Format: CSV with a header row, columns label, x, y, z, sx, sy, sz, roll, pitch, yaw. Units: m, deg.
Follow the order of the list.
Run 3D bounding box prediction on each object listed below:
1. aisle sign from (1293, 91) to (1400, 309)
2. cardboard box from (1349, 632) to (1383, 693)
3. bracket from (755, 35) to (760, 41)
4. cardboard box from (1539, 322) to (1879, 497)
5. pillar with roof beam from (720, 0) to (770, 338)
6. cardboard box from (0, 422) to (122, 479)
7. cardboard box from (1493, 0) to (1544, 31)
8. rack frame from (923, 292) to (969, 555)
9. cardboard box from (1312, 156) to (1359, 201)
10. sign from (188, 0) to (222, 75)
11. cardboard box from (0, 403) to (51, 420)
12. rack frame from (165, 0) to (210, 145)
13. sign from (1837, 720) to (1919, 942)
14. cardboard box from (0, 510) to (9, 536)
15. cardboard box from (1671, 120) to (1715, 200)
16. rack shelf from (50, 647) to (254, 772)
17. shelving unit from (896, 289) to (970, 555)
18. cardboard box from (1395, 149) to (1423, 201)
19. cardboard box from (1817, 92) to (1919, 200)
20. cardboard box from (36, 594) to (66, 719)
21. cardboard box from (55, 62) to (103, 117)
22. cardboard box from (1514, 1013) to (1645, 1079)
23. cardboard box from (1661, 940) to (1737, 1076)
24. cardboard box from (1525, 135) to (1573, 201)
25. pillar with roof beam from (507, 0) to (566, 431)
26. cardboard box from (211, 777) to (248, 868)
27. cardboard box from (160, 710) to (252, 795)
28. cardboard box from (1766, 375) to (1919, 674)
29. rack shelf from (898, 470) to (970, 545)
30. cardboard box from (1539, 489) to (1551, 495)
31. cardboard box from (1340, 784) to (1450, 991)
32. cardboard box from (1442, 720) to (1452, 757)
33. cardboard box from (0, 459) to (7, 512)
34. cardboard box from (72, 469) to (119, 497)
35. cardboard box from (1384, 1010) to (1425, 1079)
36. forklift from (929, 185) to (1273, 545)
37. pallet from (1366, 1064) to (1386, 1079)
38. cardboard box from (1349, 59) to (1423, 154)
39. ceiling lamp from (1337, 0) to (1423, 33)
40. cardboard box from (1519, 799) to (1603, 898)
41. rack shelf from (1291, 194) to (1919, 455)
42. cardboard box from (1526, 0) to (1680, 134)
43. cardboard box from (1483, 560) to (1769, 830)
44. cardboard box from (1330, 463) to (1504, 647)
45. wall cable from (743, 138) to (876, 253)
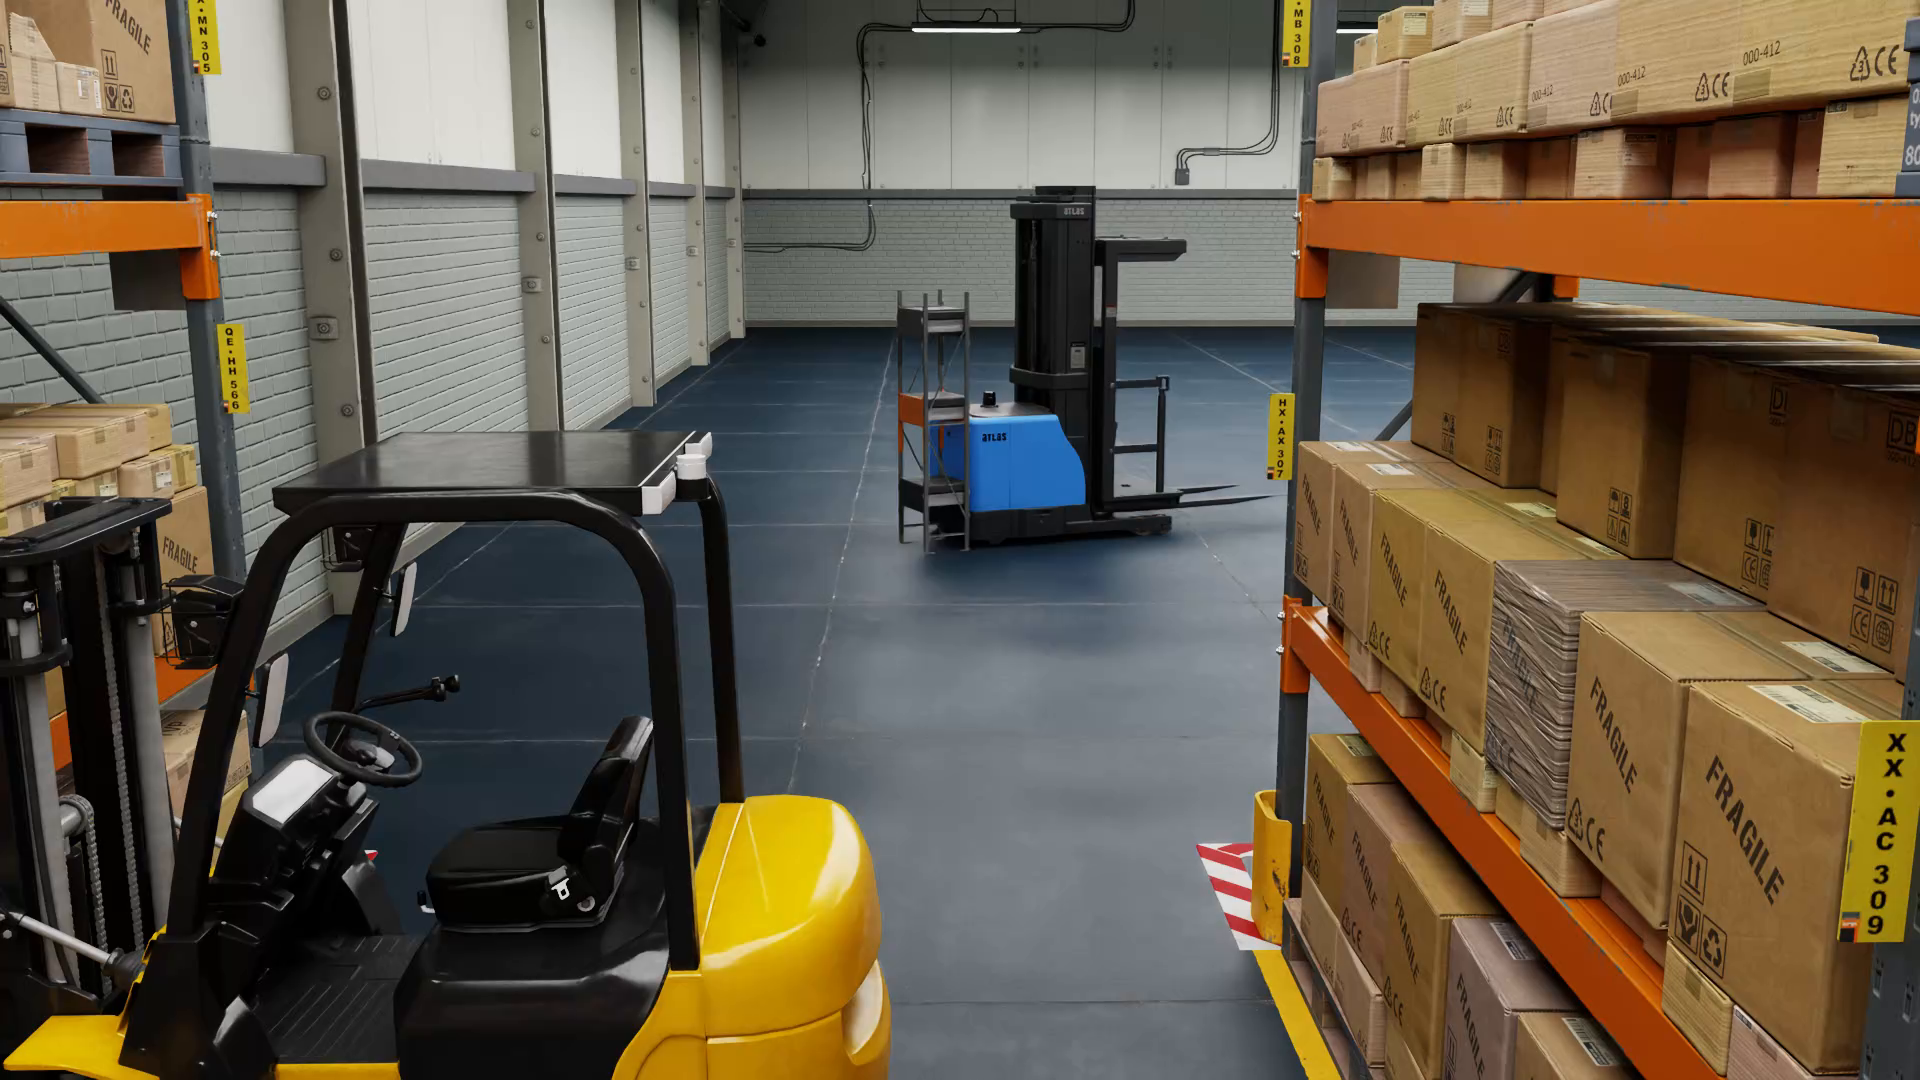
label,x,y,z,sx,sy,sz,roll,pitch,yaw
aisle sign,1.441,-1.251,6.142,0.394,0.787,0.004,0,11,-1
cardboard box,1.455,0.380,5.275,0.380,0.149,0.250,0,11,0
bracket,-4.408,-10.908,36.139,0.076,0.066,3.189,0,11,-1
cardboard box,2.097,-0.348,4.717,0.700,0.500,0.500,0,11,-2
pillar with roof beam,-0.413,-8.724,34.427,9.100,9.000,0.548,0,11,-1
cardboard box,-2.924,-0.286,5.294,0.380,0.149,0.250,0,11,0
cardboard box,1.482,-1.278,3.897,0.380,0.149,0.250,0,11,0
rack frame,-0.108,-0.928,13.349,0.400,2.100,0.015,-6,13,-26
cardboard box,1.434,-1.245,5.741,0.380,0.149,0.250,0,11,-1
sign,-2.668,-1.809,5.861,0.100,0.325,0.005,0,11,-1
cardboard box,-3.417,-0.390,5.804,0.380,0.149,0.250,0,11,-2
rack frame,-3.211,-2.885,5.645,1.000,3.000,0.127,0,11,-1
sign,1.292,0.409,2.322,0.100,0.325,0.005,0,11,-1
cardboard box,-2.873,0.011,4.577,0.380,0.149,0.250,0,11,-1
cardboard box,1.618,-0.731,3.205,0.380,0.149,0.250,-1,11,-3
rack shelf,-3.170,0.806,4.353,1.077,0.370,4.000,0,11,-1
shelving unit,-0.218,-0.971,13.563,0.431,2.100,0.503,-6,13,-26
cardboard box,1.530,-1.092,4.983,0.380,0.149,0.250,0,11,-2
cardboard box,1.522,-0.579,2.457,0.380,0.149,0.250,0,11,-1
cardboard box,-2.926,0.308,4.744,0.500,0.500,0.500,0,11,-2
cardboard box,-2.890,-1.383,5.111,0.380,0.149,0.250,-1,11,-3
cardboard box,1.542,1.386,3.656,0.500,0.500,0.500,0,11,0
cardboard box,1.511,0.840,3.004,0.380,0.149,0.250,0,11,0
cardboard box,1.586,-0.887,3.973,0.380,0.149,0.250,0,11,-2
pillar with roof beam,-0.041,-5.146,16.790,9.100,9.000,0.400,0,11,-1
cardboard box,-2.888,1.048,5.953,0.500,0.250,0.500,0,11,-2
cardboard box,-2.889,0.797,5.929,0.500,0.250,0.500,0,11,1
cardboard box,2.053,-0.045,3.224,0.700,0.500,0.500,0,11,-1
rack shelf,-0.218,-0.272,13.706,0.431,0.518,0.480,-6,13,-26
cardboard box,2.044,0.046,5.289,0.500,0.500,0.500,0,11,-1
cardboard box,1.508,1.079,5.171,0.500,0.500,0.500,-1,11,-3
cardboard box,1.535,0.536,4.506,0.380,0.149,0.250,-1,11,-3
cardboard box,-2.866,-0.134,4.542,0.380,0.149,0.250,0,11,0
cardboard box,-2.944,-0.141,5.328,0.380,0.149,0.250,0,11,0
cardboard box,1.519,1.547,4.747,0.500,0.250,0.500,1,11,3
forklift,1.283,-1.563,14.393,3.031,2.935,1.130,-5,12,-21
pallet,1.757,1.820,4.559,1.003,0.211,1.213,0,11,-1
cardboard box,1.496,-1.307,5.041,0.500,0.250,0.500,0,11,-2
ceiling lamp,7.499,-10.849,30.219,2.000,3.185,0.800,0,11,-1
cardboard box,1.499,0.688,3.756,0.380,0.149,0.250,0,11,-2
rack shelf,1.793,-0.686,4.159,1.077,0.370,4.000,0,11,-1
cardboard box,1.549,-1.001,3.536,0.500,0.250,0.500,0,11,-2
cardboard box,1.544,0.342,3.830,0.500,0.500,0.500,0,11,0
cardboard box,1.498,0.038,5.329,0.500,0.500,0.500,0,11,1
wall cable,-3.456,-7.775,37.561,3.097,2.526,0.112,0,11,-1
